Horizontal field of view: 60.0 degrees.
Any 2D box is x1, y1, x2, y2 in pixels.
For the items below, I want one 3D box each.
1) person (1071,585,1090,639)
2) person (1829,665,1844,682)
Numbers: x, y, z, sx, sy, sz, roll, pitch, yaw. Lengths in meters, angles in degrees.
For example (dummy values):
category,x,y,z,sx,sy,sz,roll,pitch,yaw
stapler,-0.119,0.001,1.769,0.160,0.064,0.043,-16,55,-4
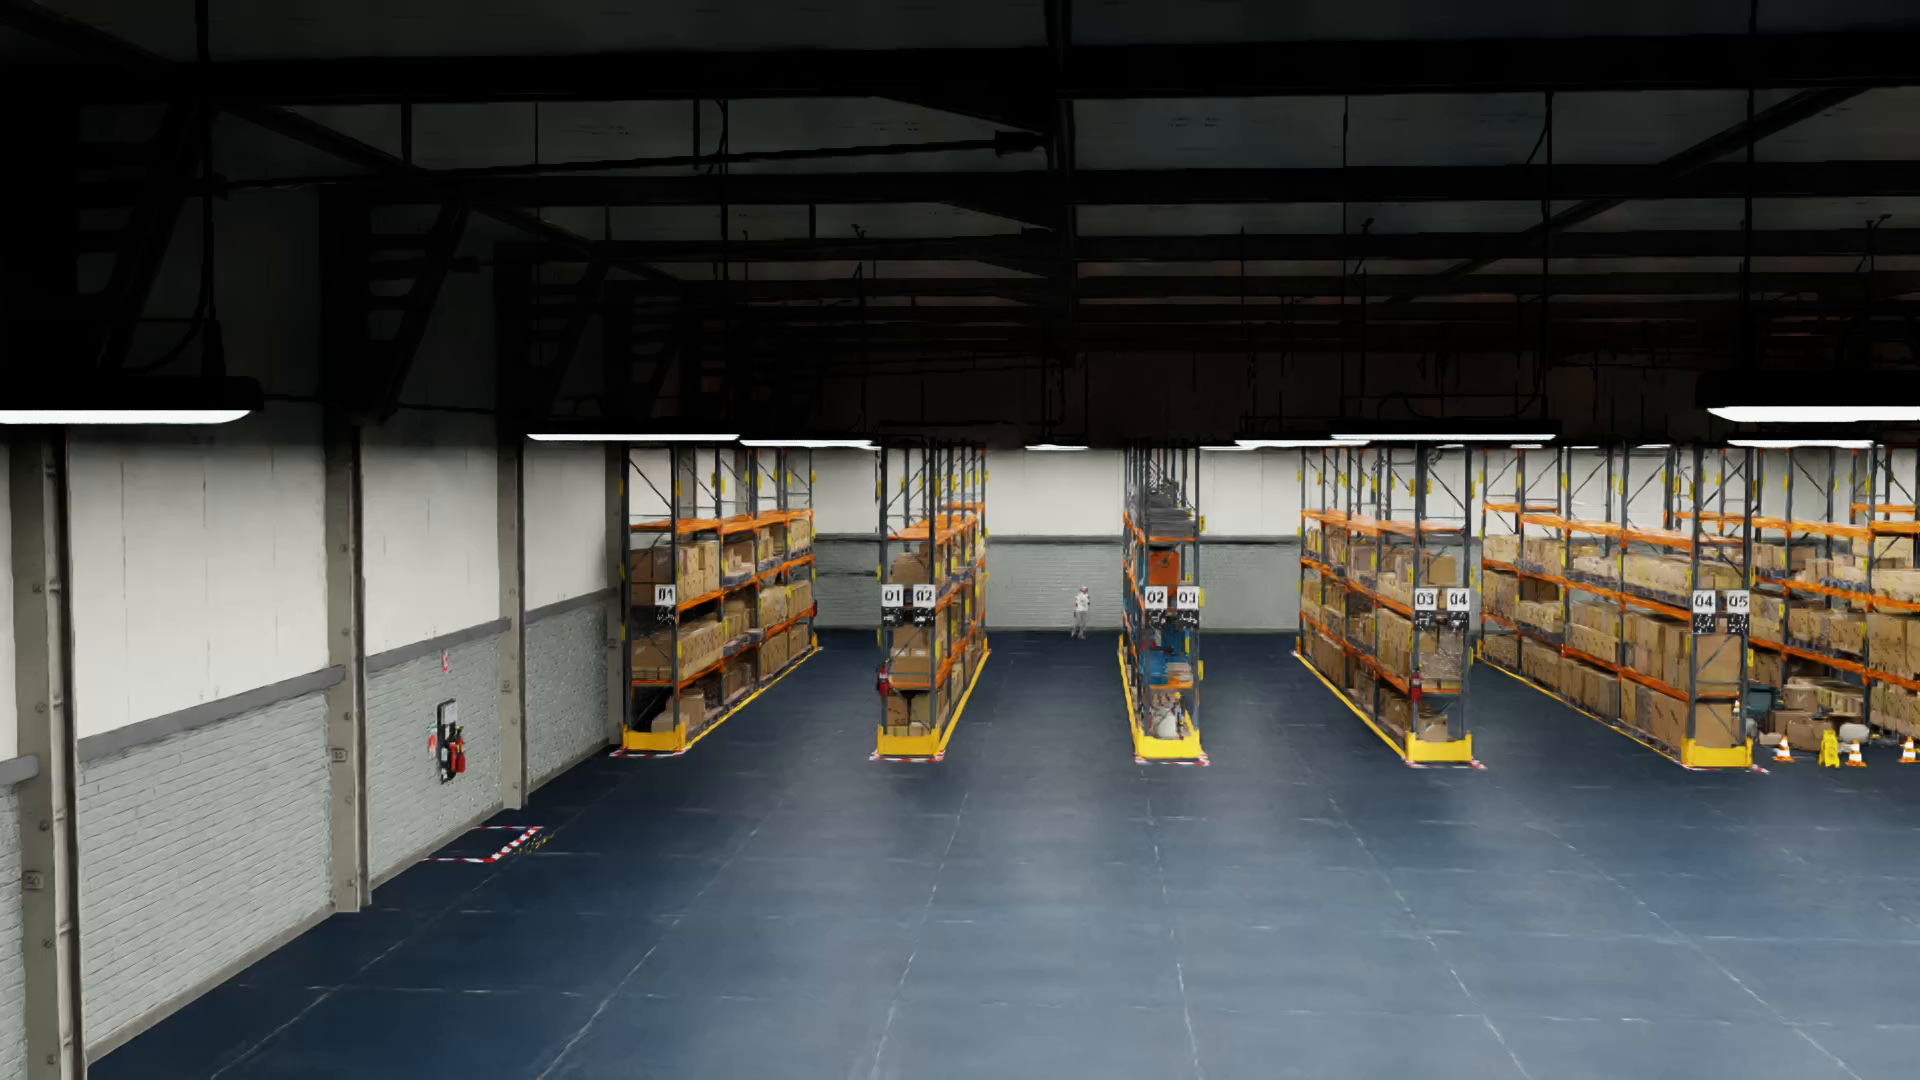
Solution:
category,x,y,z,sx,sy,sz,roll,pitch,yaw
person,3.669,2.179,50.794,0.526,1.669,0.512,-2,4,-33
person,21.182,2.720,40.270,0.477,1.675,0.487,2,4,34
